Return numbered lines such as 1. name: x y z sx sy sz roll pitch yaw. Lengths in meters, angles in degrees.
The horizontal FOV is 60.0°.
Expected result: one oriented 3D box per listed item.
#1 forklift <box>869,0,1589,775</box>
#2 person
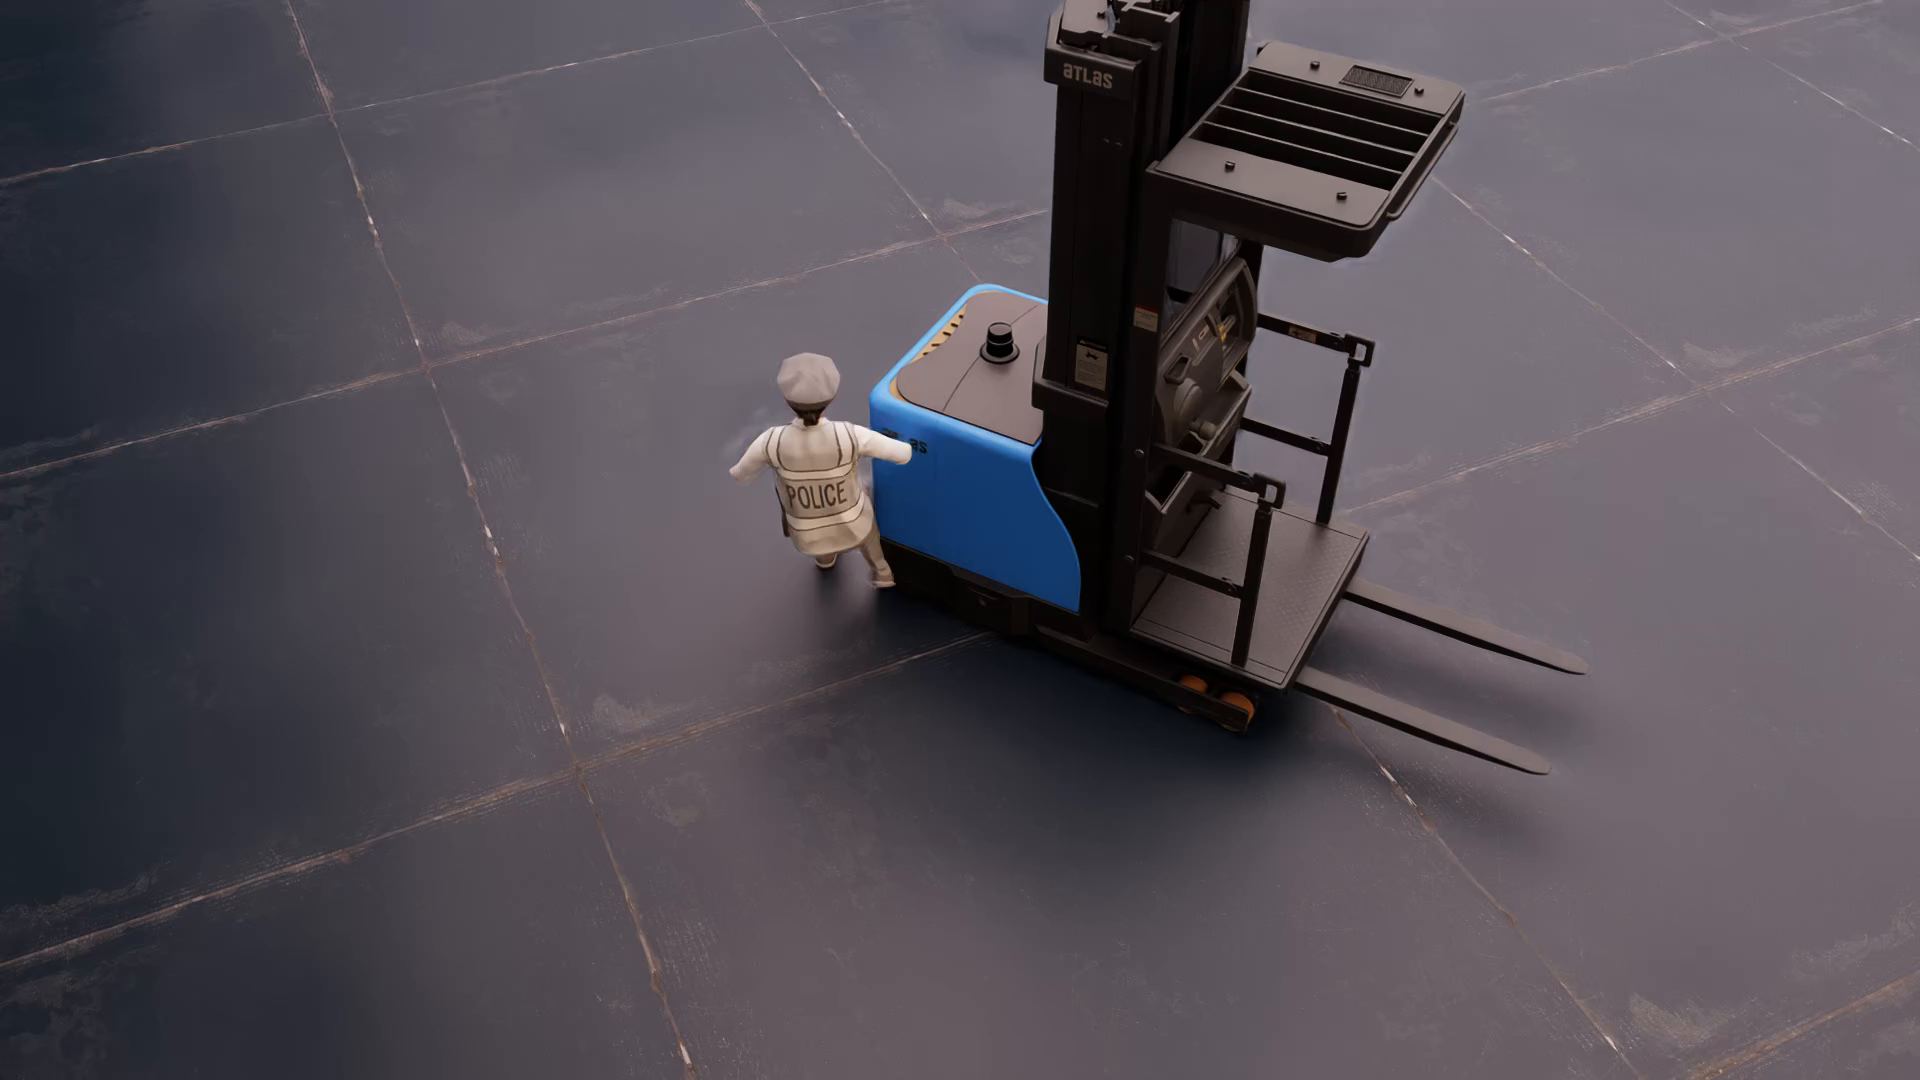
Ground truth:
1. forklift: 1.143 -0.690 6.420 3.031 2.935 1.130 21 47 21
2. person: -0.599 -0.278 7.109 0.751 1.470 0.806 -6 43 -7
